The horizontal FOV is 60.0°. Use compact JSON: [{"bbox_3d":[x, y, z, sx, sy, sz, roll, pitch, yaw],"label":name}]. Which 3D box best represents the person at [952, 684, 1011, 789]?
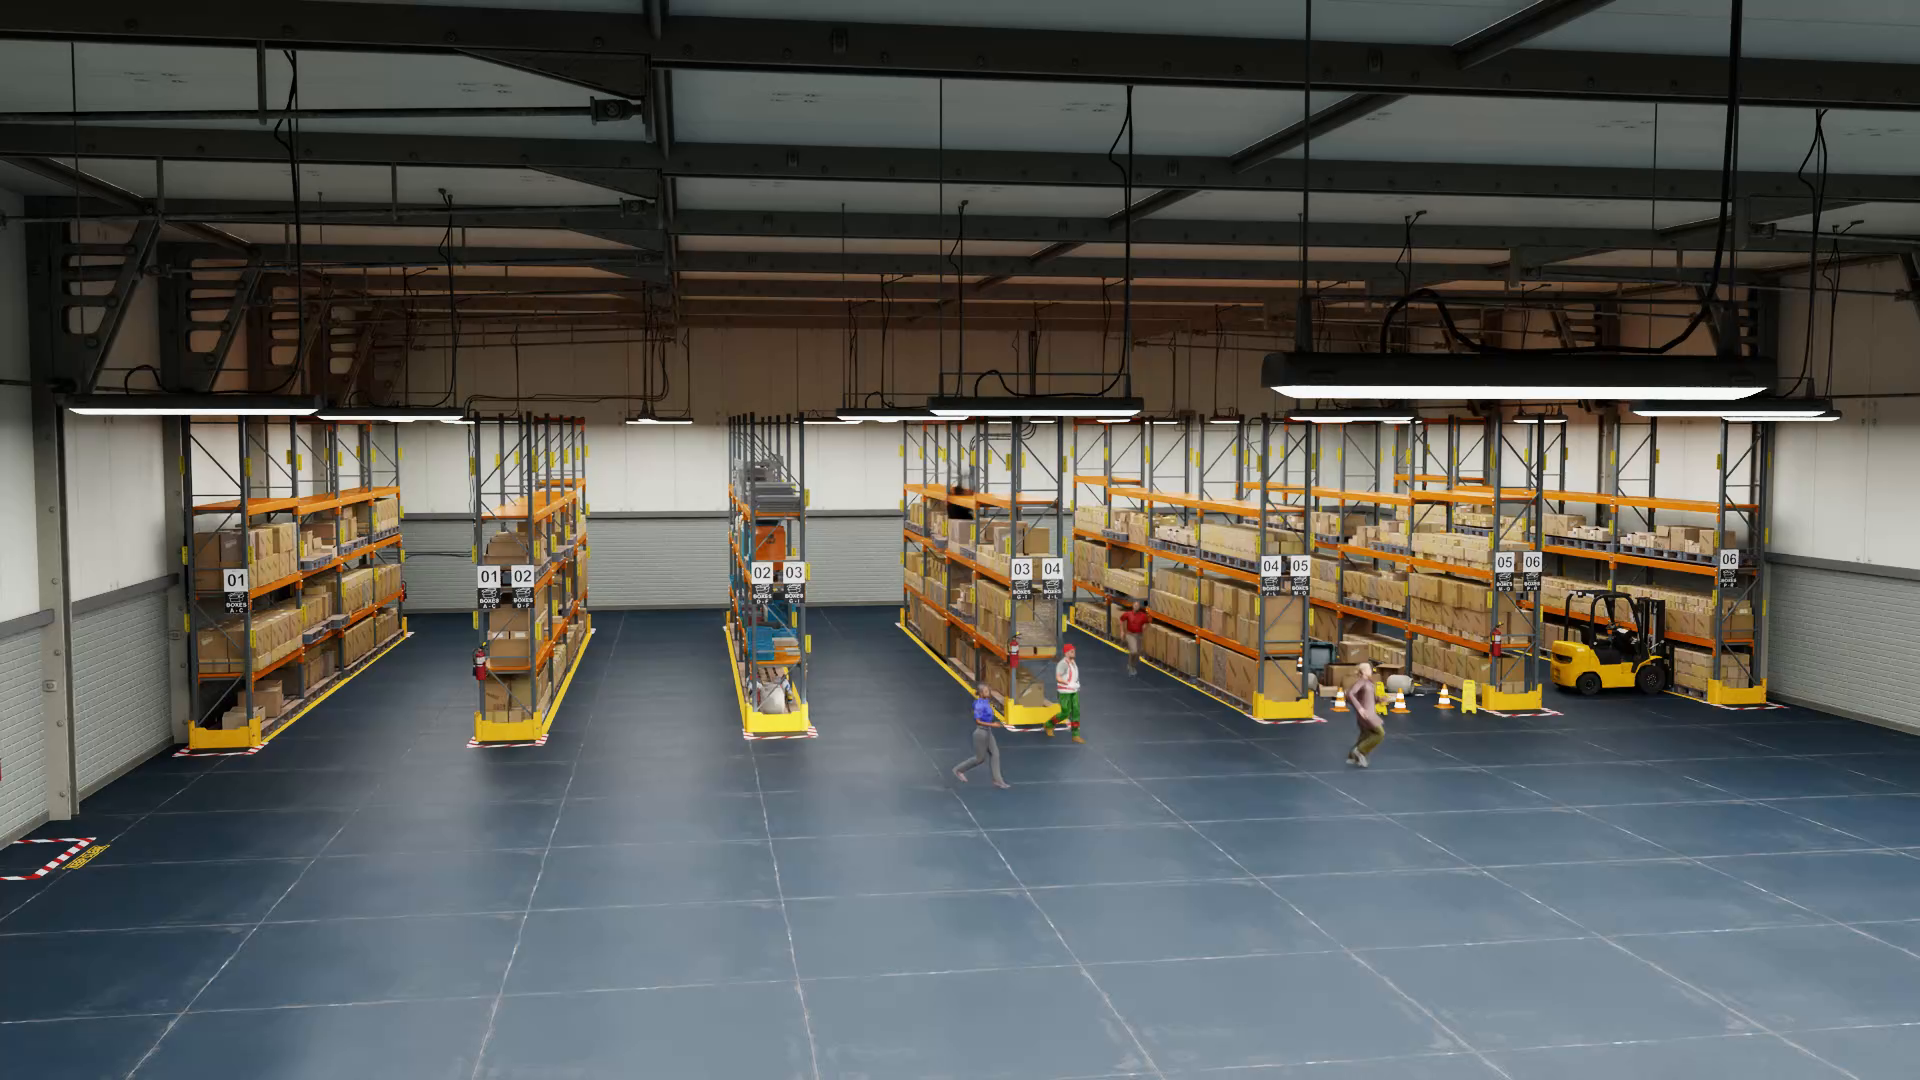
[{"bbox_3d":[0.346,3.116,26.337,0.930,1.654,0.592,1,4,14],"label":"person"}]

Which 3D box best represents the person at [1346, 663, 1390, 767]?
[{"bbox_3d":[6.851,2.936,27.910,0.707,1.744,0.682,1,4,19],"label":"person"}]

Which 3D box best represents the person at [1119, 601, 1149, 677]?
[{"bbox_3d":[4.030,2.278,38.209,0.627,1.767,0.805,-1,4,-16],"label":"person"}]

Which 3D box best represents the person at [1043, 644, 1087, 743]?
[{"bbox_3d":[1.935,2.778,30.253,0.844,1.795,0.685,2,5,32],"label":"person"}]
